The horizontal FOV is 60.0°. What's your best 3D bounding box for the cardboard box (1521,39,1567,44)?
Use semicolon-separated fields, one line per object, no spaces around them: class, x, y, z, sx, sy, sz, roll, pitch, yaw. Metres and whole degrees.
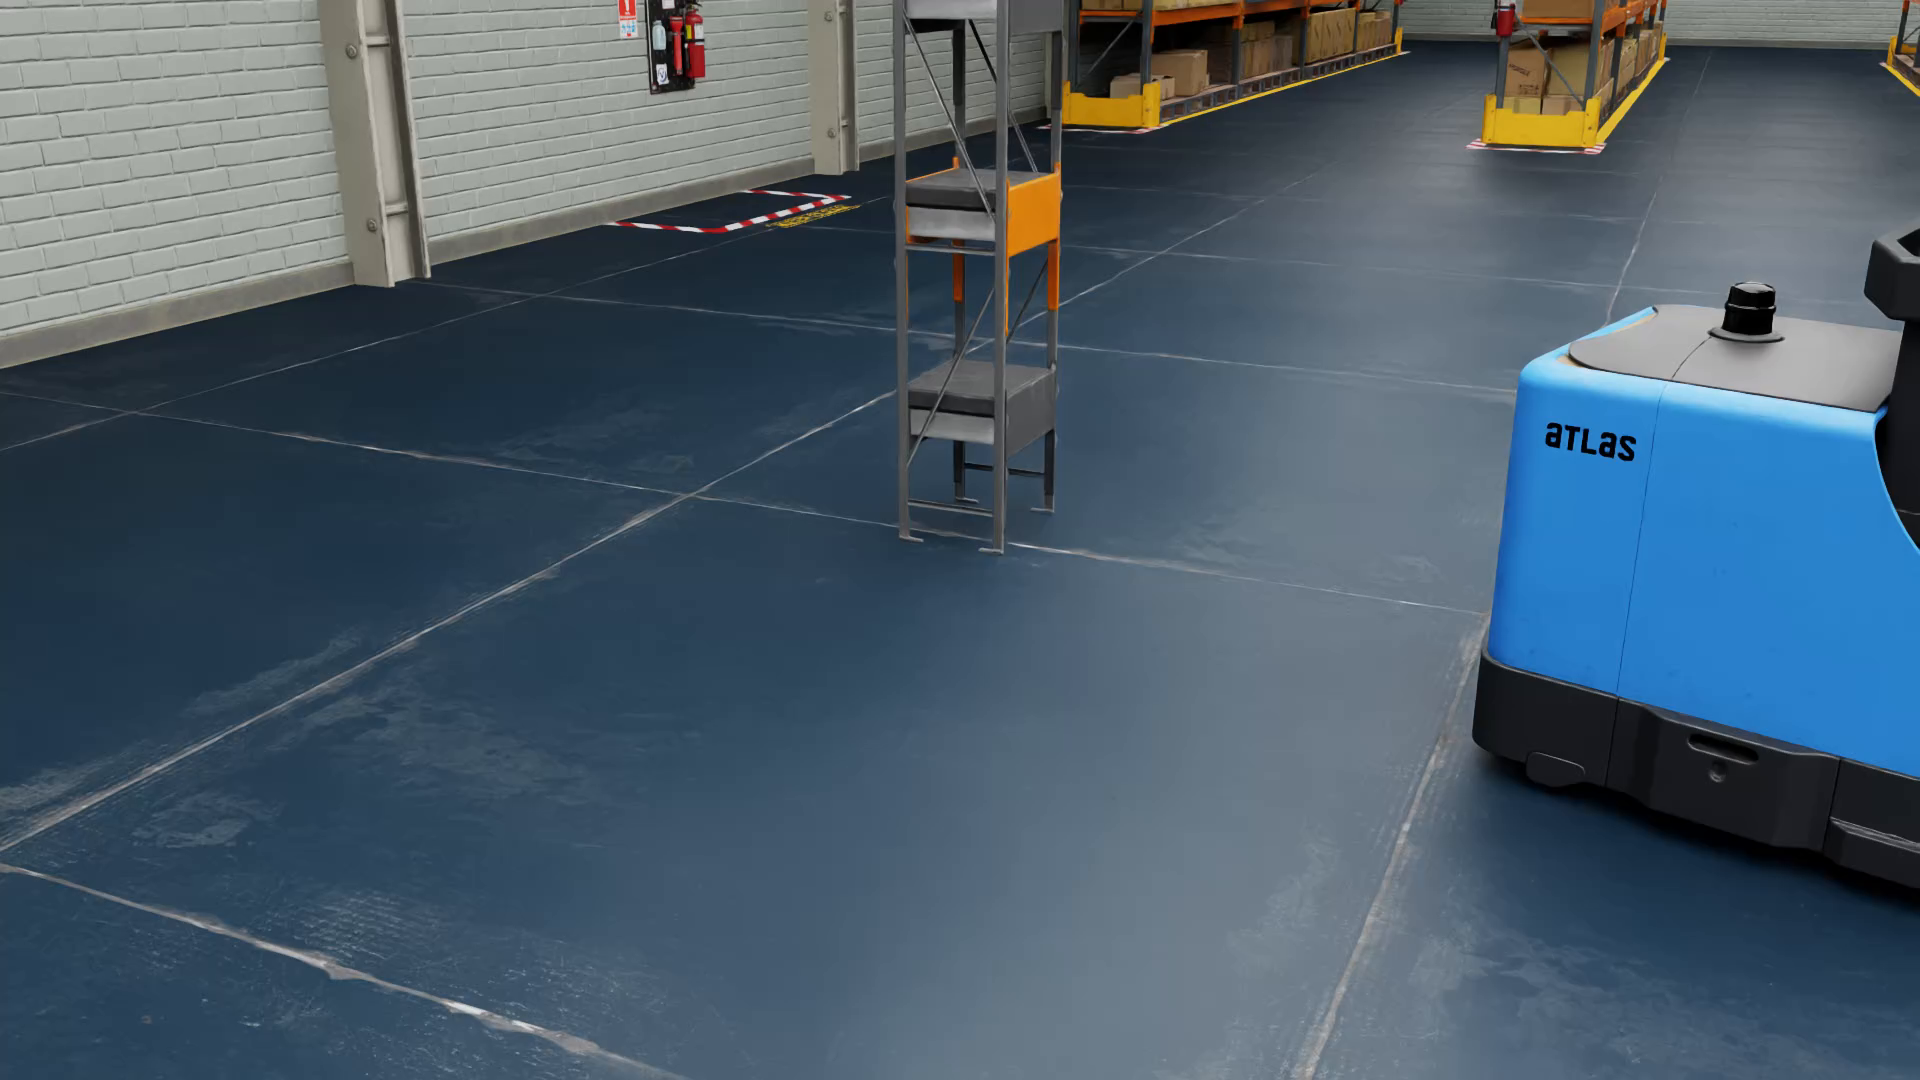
cardboard box;7.053;-5.809;20.184;0.500;0.500;0.500;9;21;23

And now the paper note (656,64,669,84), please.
paper note;-2.363;-3.702;13.217;0.016;0.148;0.142;9;21;23

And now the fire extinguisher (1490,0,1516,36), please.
fire extinguisher;5.827;-5.726;17.709;0.296;0.674;0.183;9;21;23

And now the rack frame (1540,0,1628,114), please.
rack frame;7.937;-6.958;21.057;1.000;3.000;0.127;9;21;23

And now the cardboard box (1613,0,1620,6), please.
cardboard box;8.487;-7.082;21.781;0.380;0.149;0.250;9;21;23

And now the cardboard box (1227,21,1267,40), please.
cardboard box;4.311;-7.691;25.074;0.500;0.250;0.500;8;21;22

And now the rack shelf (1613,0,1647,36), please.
rack shelf;8.756;-7.230;22.896;1.077;0.370;4.000;9;21;23

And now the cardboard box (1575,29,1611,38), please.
cardboard box;9.763;-7.899;25.659;0.500;0.250;0.500;9;22;25

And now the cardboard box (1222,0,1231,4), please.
cardboard box;3.288;-7.238;22.037;0.500;0.250;0.500;9;21;23

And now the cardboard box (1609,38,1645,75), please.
cardboard box;10.023;-7.310;25.121;0.500;0.500;0.500;10;22;25

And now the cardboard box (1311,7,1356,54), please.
cardboard box;6.545;-9.050;29.522;0.750;0.750;0.750;9;21;23

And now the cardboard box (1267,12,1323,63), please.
cardboard box;5.475;-8.251;27.274;0.750;0.750;0.750;8;21;22

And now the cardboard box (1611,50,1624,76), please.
cardboard box;8.334;-6.217;21.612;0.500;0.311;0.500;9;21;23

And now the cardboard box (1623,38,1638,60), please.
cardboard box;9.586;-7.153;24.246;0.500;0.311;0.500;9;22;24

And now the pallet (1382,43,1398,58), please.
pallet;8.074;-9.736;33.029;1.003;0.211;1.213;9;21;23

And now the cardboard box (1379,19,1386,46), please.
cardboard box;7.930;-9.944;32.558;0.700;0.500;0.500;8;21;23

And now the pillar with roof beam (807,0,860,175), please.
pillar with roof beam;2.747;-7.148;12.638;9.100;9.000;0.400;9;21;23

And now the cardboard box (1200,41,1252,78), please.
cardboard box;3.869;-7.058;24.412;0.700;0.500;0.500;8;21;22

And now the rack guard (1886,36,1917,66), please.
rack guard;17.367;-8.777;29.902;1.175;0.500;0.348;9;21;23

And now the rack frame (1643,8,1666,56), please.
rack frame;12.851;-10.626;31.372;1.000;3.000;0.127;9;21;23

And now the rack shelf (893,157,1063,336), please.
rack shelf;0.068;-1.027;5.764;0.431;0.518;0.480;9;21;23

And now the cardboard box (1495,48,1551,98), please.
cardboard box;6.248;-5.195;18.459;0.500;0.500;0.500;9;21;23

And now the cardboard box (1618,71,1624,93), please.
cardboard box;8.539;-6.106;22.137;0.500;0.250;0.500;9;22;24

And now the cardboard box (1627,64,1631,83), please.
cardboard box;9.166;-6.577;23.463;0.500;0.250;0.500;9;22;24

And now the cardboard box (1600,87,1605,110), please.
cardboard box;7.338;-5.229;19.673;0.500;0.250;0.500;9;21;23

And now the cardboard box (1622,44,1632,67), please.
cardboard box;8.962;-6.687;22.934;0.500;0.311;0.500;9;22;24

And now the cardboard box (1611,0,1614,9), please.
cardboard box;7.761;-6.868;20.656;0.700;0.500;0.500;8;21;21

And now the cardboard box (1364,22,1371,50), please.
cardboard box;7.301;-9.470;31.224;0.700;0.500;0.500;8;21;22

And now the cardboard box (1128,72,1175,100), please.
cardboard box;2.378;-5.727;20.953;0.500;0.311;0.500;11;22;27

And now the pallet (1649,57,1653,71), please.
pallet;11.495;-8.299;28.990;1.003;0.211;1.213;9;21;23

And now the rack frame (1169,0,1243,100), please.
rack frame;3.417;-7.636;22.965;1.000;3.000;0.127;9;21;23

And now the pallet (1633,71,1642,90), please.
pallet;9.916;-7.090;25.589;1.003;0.211;1.213;9;21;23

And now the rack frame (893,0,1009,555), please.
rack frame;-0.032;-0.965;5.550;0.400;2.100;0.015;9;21;23

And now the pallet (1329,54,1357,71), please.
pallet;6.445;-8.522;29.616;1.003;0.211;1.213;9;21;23

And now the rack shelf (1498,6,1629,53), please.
rack shelf;7.118;-6.007;19.458;1.077;0.370;4.000;9;21;23

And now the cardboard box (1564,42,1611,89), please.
cardboard box;7.339;-5.582;19.547;0.500;0.500;0.500;9;21;23

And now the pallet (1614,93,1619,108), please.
pallet;8.204;-5.875;22.172;1.003;0.211;1.213;9;21;23

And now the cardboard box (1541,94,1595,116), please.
cardboard box;6.722;-4.771;18.384;0.500;0.250;0.500;9;21;23

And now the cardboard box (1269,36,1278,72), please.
cardboard box;4.490;-7.520;25.711;0.700;0.500;0.500;9;21;23

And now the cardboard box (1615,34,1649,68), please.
cardboard box;10.651;-7.784;26.453;0.500;0.500;0.500;8;21;21

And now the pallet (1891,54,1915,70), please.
pallet;16.996;-8.385;29.230;1.003;0.211;1.213;9;21;23

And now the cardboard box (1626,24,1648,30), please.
cardboard box;11.978;-9.009;29.895;0.797;0.503;0.637;9;21;23

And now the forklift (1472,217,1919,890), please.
forklift;2.779;-0.598;3.276;3.031;2.935;1.130;16;25;37

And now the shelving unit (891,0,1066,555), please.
shelving unit;0.068;-1.040;5.759;0.431;2.100;0.503;9;21;23

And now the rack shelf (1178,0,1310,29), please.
rack shelf;4.236;-7.909;24.804;1.077;0.370;4.000;9;21;23

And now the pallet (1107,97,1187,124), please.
pallet;2.175;-5.366;20.744;1.003;0.211;1.213;9;21;23

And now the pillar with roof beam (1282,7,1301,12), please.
pillar with roof beam;10.118;-12.650;28.110;9.100;9.000;0.400;9;21;23

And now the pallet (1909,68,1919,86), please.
pallet;15.377;-7.179;25.839;1.003;0.211;1.213;9;21;23

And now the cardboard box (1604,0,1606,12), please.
cardboard box;7.134;-6.397;19.330;0.700;0.500;0.500;9;22;24

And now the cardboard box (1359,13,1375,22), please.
cardboard box;7.613;-9.861;31.357;0.380;0.149;0.250;8;21;21

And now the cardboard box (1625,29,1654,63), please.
cardboard box;11.273;-8.243;27.744;0.500;0.500;0.500;8;21;22

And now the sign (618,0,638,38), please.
sign;-2.548;-4.024;12.753;0.001;0.329;0.234;9;21;23

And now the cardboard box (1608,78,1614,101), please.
cardboard box;7.947;-5.688;20.964;0.500;0.250;0.500;9;21;23

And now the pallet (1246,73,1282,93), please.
pallet;4.232;-6.935;25.154;1.003;0.211;1.213;9;21;23

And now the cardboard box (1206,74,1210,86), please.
cardboard box;3.225;-6.341;22.894;0.380;0.166;0.250;6;20;16

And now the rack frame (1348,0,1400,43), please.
rack frame;8.331;-11.305;33.280;1.000;3.000;0.127;9;21;23

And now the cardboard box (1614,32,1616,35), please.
cardboard box;10.373;-8.002;27.067;0.500;0.500;0.500;9;21;23

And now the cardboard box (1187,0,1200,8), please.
cardboard box;2.682;-6.774;20.733;0.500;0.250;0.500;8;21;22
